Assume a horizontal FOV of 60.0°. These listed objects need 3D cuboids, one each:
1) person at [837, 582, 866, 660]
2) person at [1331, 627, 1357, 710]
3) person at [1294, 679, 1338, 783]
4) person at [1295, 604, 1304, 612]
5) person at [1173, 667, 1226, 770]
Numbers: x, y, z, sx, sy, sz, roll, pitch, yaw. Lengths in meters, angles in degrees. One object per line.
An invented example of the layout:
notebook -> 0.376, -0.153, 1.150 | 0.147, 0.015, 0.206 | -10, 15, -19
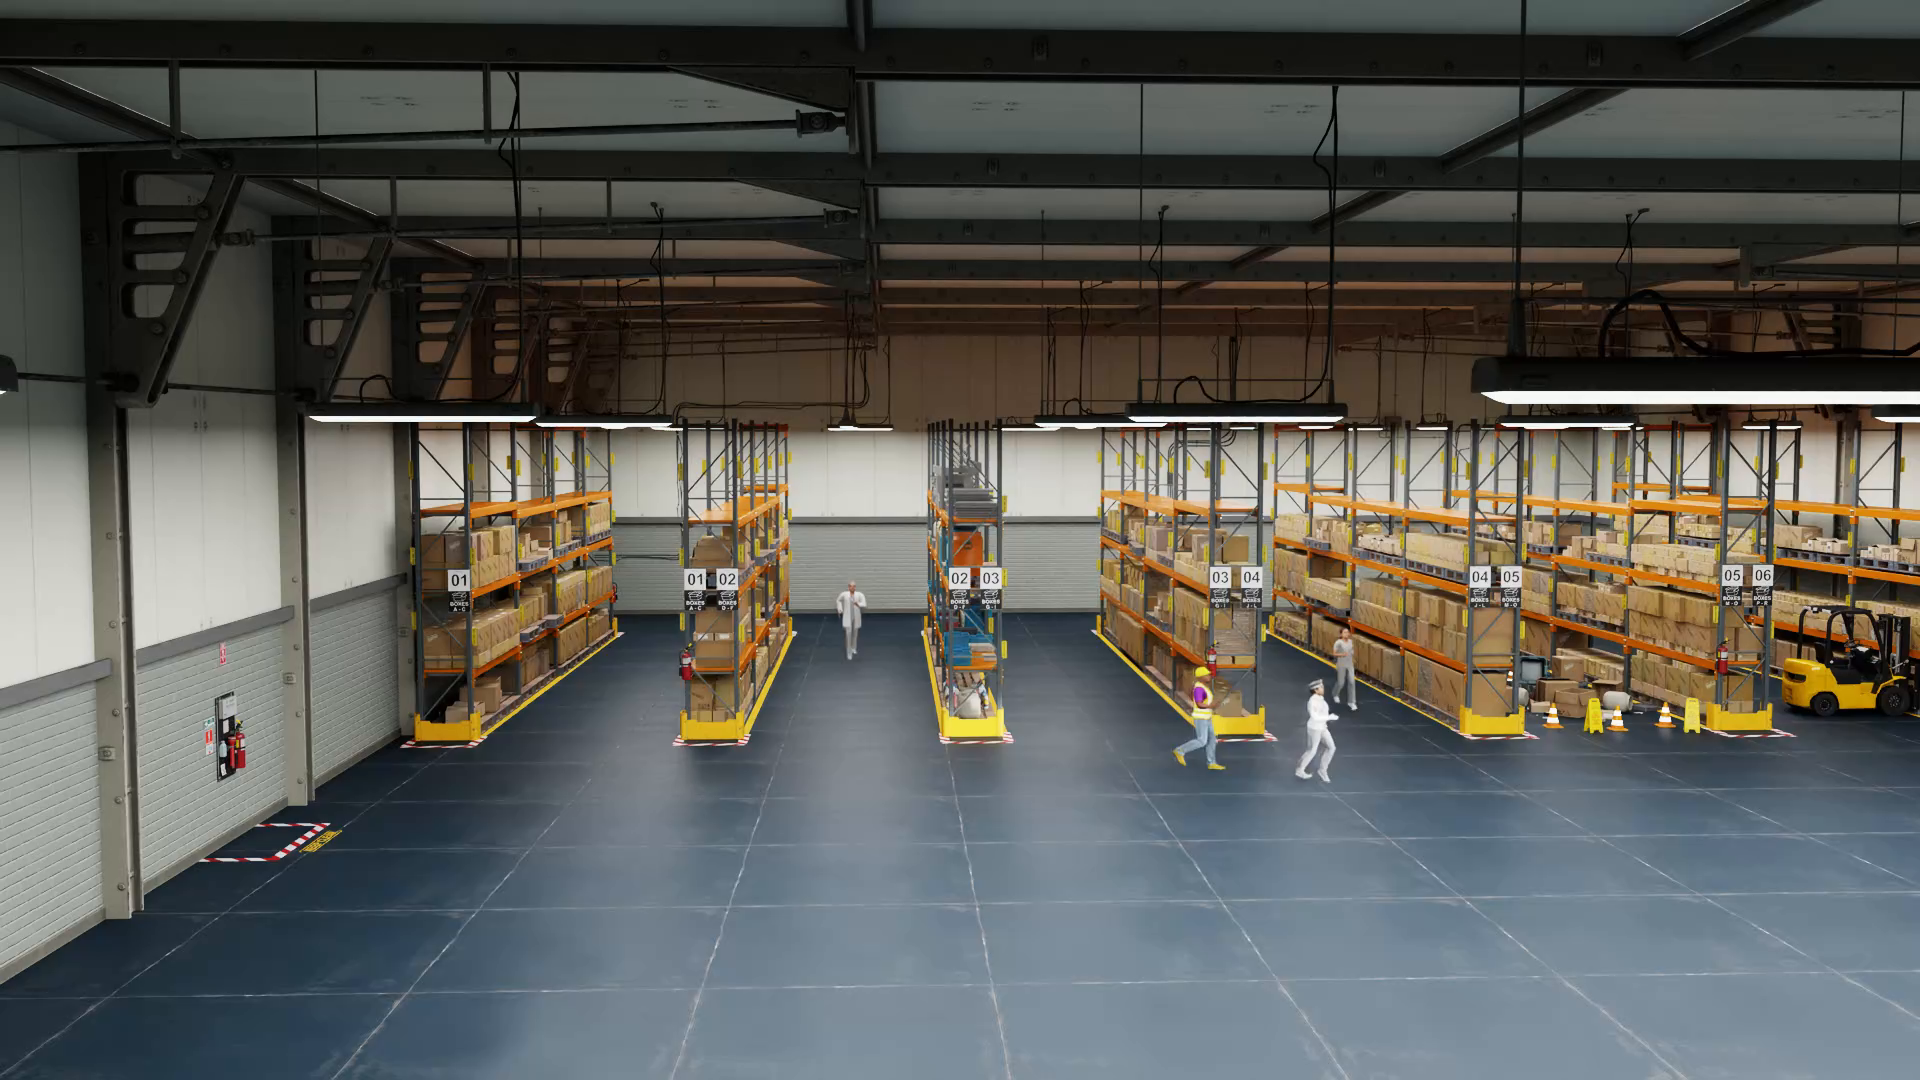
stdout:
person -> -2.629, 1.942, 40.518 | 0.681, 1.861, 0.847 | -1, 4, -11
person -> 8.012, 2.645, 34.639 | 0.565, 1.674, 0.950 | -1, 4, -13
person -> 5.862, 3.139, 27.289 | 0.726, 1.740, 0.590 | 2, 4, 29
person -> 10.150, 1.723, 48.901 | 0.665, 1.755, 0.696 | -1, 4, -8
person -> 4.077, 3.024, 28.230 | 0.882, 1.747, 0.718 | 1, 4, 16
